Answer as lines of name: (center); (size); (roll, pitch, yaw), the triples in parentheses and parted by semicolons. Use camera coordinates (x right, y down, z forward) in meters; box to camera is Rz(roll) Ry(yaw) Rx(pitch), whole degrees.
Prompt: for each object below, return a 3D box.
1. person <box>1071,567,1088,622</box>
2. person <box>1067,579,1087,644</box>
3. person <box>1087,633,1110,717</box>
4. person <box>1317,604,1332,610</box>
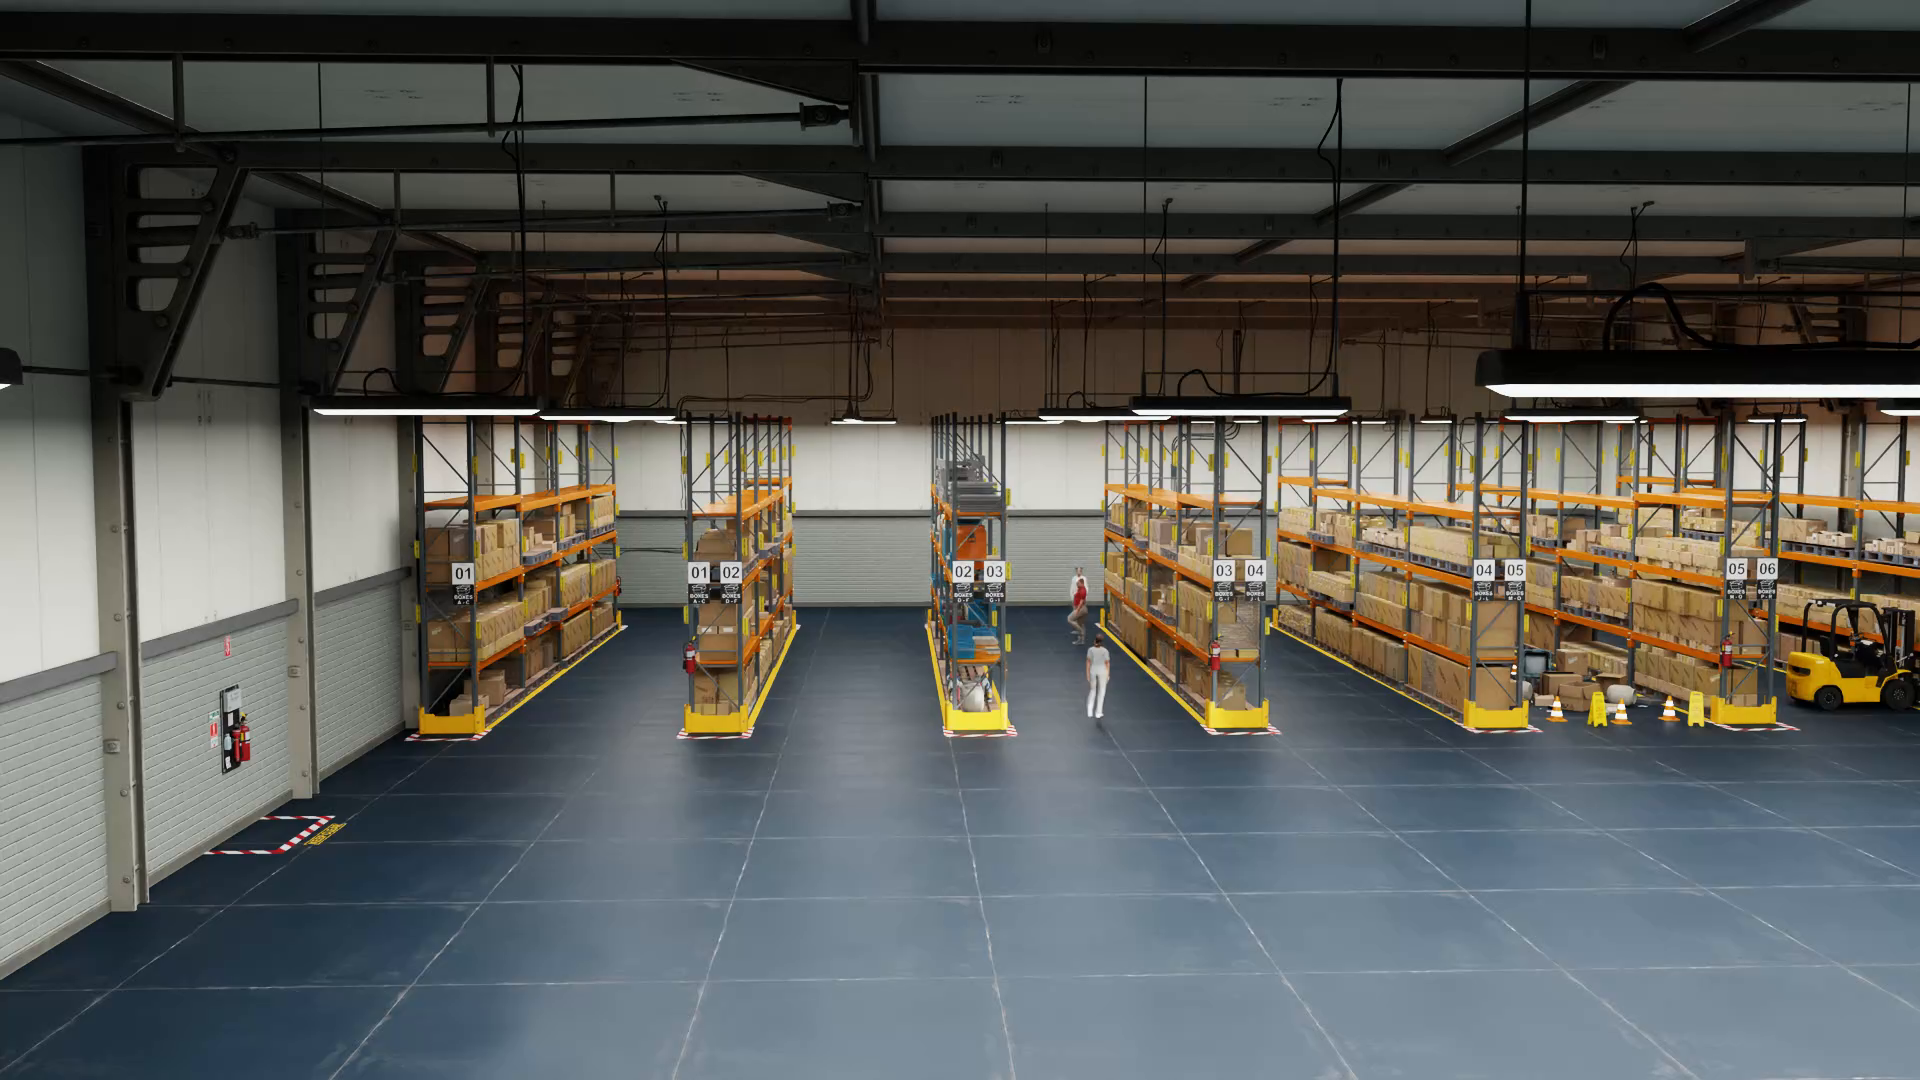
person: (3.475, 1.596, 48.482); (0.502, 1.633, 1.021); (0, 4, 4)
person: (3.056, 1.885, 43.631); (0.539, 1.735, 0.547); (0, 4, 0)
person: (2.700, 2.660, 32.596); (0.451, 1.659, 0.525); (2, 4, 26)
person: (11.130, 1.393, 50.934); (0.612, 1.702, 0.540); (-4, 5, -42)
